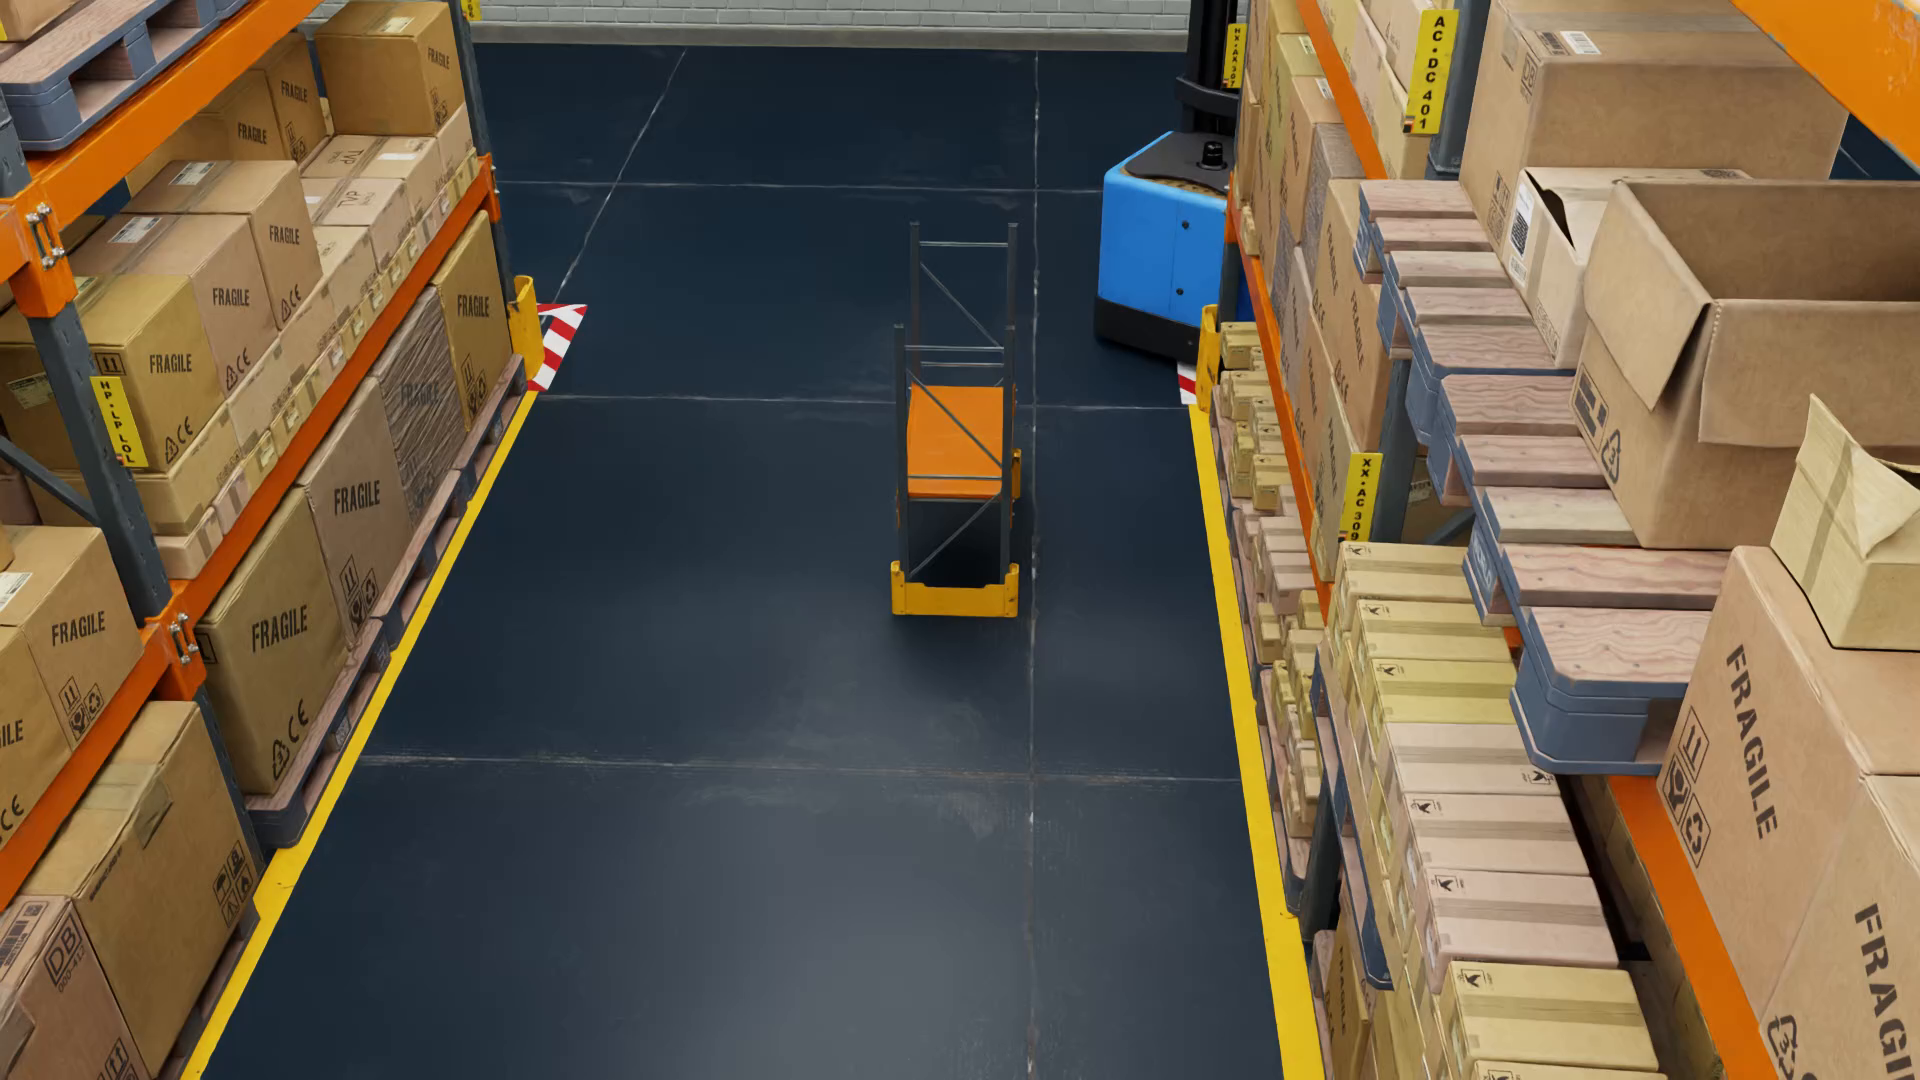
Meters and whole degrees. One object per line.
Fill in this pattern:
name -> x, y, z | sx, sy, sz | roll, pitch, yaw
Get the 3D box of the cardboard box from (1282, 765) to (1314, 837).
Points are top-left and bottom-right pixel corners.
cardboard box -> 1.439, 0.999, 6.334 | 0.380, 0.149, 0.250 | 2, 35, 2

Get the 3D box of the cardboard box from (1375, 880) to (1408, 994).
cardboard box -> 1.248, 0.977, 4.104 | 0.380, 0.149, 0.250 | 0, 35, 0

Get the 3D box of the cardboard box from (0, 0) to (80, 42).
cardboard box -> -3.217, -1.867, 5.150 | 0.700, 0.500, 0.500 | -1, 35, -1

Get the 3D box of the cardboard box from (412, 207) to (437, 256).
cardboard box -> -2.744, -1.481, 7.967 | 0.380, 0.149, 0.250 | 2, 35, 3

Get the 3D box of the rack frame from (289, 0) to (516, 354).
rack frame -> -3.028, -2.233, 8.819 | 1.000, 3.000, 0.127 | 1, 35, 2

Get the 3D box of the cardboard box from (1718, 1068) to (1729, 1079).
cardboard box -> 1.886, 1.303, 3.641 | 0.380, 0.149, 0.250 | 0, 35, 0

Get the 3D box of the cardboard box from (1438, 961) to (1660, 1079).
cardboard box -> 1.230, 1.038, 3.500 | 0.380, 0.149, 0.250 | 2, 35, 3

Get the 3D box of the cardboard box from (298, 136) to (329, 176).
cardboard box -> -3.331, -1.725, 7.968 | 0.500, 0.250, 0.500 | 1, 35, 1

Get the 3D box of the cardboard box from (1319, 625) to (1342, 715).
cardboard box -> 1.288, 0.384, 4.948 | 0.380, 0.149, 0.250 | 0, 35, 0

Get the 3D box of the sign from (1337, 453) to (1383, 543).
sign -> 1.221, -0.125, 5.066 | 0.100, 0.325, 0.005 | 1, 35, 2

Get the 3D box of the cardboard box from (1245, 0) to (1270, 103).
cardboard box -> 1.641, -2.381, 7.814 | 0.500, 0.500, 0.500 | 1, 35, 2

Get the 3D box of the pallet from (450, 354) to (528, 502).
pallet -> -2.982, -0.631, 8.965 | 1.003, 0.211, 1.213 | 1, 35, 2

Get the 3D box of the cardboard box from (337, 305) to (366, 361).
cardboard box -> -2.783, -0.890, 7.127 | 0.380, 0.149, 0.250 | 0, 35, 1

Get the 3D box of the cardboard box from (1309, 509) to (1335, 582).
cardboard box -> 1.443, 0.020, 5.831 | 0.380, 0.149, 0.250 | 0, 35, 1

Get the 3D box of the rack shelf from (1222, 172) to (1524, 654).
rack shelf -> 1.844, -0.617, 7.145 | 1.077, 0.370, 4.000 | 1, 35, 2

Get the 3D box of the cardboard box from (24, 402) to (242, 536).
cardboard box -> -2.908, -0.260, 5.882 | 0.500, 0.250, 0.500 | 1, 35, 1

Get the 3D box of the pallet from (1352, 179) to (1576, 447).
pallet -> 1.632, -0.561, 3.994 | 1.213, 0.211, 1.003 | 1, 35, 2

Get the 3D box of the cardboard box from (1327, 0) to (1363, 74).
cardboard box -> 1.565, -1.795, 5.717 | 0.500, 0.250, 0.500 | 1, 35, 1

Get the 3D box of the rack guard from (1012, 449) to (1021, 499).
rack guard -> 0.017, -0.345, 8.523 | 0.587, 0.250, 0.087 | 1, 35, 2

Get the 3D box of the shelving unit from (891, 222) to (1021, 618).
shelving unit -> -0.003, -0.570, 7.756 | 0.587, 1.500, 1.083 | 1, 35, 2

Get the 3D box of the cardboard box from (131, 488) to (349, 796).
cardboard box -> -3.082, 0.385, 6.576 | 0.875, 0.875, 0.875 | 1, 35, 2

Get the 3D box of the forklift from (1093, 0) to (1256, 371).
forklift -> 2.037, -2.927, 9.866 | 1.130, 2.935, 3.031 | 21, 40, 27

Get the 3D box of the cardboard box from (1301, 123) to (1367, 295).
cardboard box -> 1.562, -1.202, 6.136 | 0.500, 0.500, 0.500 | 2, 35, 3

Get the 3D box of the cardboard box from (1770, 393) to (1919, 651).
cardboard box -> 1.391, -0.024, 2.314 | 0.396, 0.266, 0.258 | 1, 35, 2

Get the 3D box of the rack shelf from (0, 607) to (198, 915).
rack shelf -> -3.269, 1.508, 4.121 | 1.077, 0.370, 4.000 | 1, 35, 2

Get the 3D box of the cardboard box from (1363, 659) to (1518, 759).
cardboard box -> 1.270, 0.448, 4.340 | 0.380, 0.149, 0.250 | 2, 35, 2

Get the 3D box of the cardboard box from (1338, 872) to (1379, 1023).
cardboard box -> 1.470, 1.200, 5.091 | 0.500, 0.250, 0.500 | 0, 35, 0

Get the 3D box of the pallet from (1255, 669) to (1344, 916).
pallet -> 1.755, 0.991, 6.656 | 1.003, 0.211, 1.213 | 1, 35, 2

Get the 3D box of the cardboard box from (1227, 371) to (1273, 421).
cardboard box -> 1.535, -0.714, 8.253 | 0.380, 0.149, 0.250 | 1, 35, 2

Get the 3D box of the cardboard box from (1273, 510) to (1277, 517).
cardboard box -> 1.654, -0.138, 7.693 | 0.380, 0.149, 0.250 | 3, 35, 4

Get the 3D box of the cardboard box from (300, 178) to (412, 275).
cardboard box -> -2.823, -1.425, 7.541 | 0.500, 0.250, 0.500 | 0, 35, 0

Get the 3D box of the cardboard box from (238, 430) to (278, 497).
cardboard box -> -2.824, -0.297, 6.283 | 0.380, 0.149, 0.250 | 2, 35, 3

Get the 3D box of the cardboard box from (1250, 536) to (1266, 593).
cardboard box -> 1.535, 0.116, 7.590 | 0.380, 0.149, 0.250 | 1, 35, 2

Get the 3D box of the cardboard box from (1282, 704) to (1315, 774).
cardboard box -> 1.457, 0.766, 6.407 | 0.380, 0.149, 0.250 | 0, 35, 0

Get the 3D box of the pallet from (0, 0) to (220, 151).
pallet -> -3.145, -1.596, 5.381 | 1.003, 0.211, 1.213 | 1, 35, 2

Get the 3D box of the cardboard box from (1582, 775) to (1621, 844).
cardboard box -> 1.924, 0.693, 4.508 | 0.380, 0.149, 0.250 | 1, 35, 2

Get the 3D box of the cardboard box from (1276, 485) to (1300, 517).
cardboard box -> 1.616, -0.113, 7.399 | 0.380, 0.149, 0.250 | 1, 35, 2

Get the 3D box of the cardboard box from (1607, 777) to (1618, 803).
cardboard box -> 1.923, 0.574, 4.420 | 0.380, 0.149, 0.250 | 3, 35, 4

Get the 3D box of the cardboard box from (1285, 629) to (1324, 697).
cardboard box -> 1.491, 0.487, 6.545 | 0.380, 0.149, 0.250 | 1, 35, 1

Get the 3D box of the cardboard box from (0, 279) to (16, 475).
cardboard box -> -3.437, -0.573, 5.676 | 0.500, 0.500, 0.500 | 2, 35, 3

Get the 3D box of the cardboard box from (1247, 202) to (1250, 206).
cardboard box -> 1.615, -1.632, 8.182 | 0.380, 0.149, 0.250 | 3, 35, 4

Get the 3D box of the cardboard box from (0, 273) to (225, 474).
cardboard box -> -2.914, -0.572, 5.674 | 0.500, 0.500, 0.500 | 1, 35, 2

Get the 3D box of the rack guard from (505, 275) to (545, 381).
rack guard -> -3.027, -1.225, 9.558 | 1.175, 0.500, 0.348 | 1, 35, 2

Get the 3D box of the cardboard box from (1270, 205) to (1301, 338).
cardboard box -> 1.588, -1.090, 6.846 | 0.500, 0.500, 0.500 | 0, 35, 1

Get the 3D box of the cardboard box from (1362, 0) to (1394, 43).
cardboard box -> 1.561, -1.703, 5.151 | 0.500, 0.250, 0.500 | 0, 35, 0

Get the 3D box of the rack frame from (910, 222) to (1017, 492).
rack frame -> 0.017, -0.857, 8.165 | 0.500, 1.500, 0.032 | 1, 35, 2

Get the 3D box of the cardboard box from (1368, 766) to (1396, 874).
cardboard box -> 1.260, 0.709, 4.227 | 0.380, 0.149, 0.250 | 0, 35, 0

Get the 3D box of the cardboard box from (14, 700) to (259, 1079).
cardboard box -> -3.194, 1.130, 5.516 | 1.225, 0.875, 0.875 | 1, 35, 2
